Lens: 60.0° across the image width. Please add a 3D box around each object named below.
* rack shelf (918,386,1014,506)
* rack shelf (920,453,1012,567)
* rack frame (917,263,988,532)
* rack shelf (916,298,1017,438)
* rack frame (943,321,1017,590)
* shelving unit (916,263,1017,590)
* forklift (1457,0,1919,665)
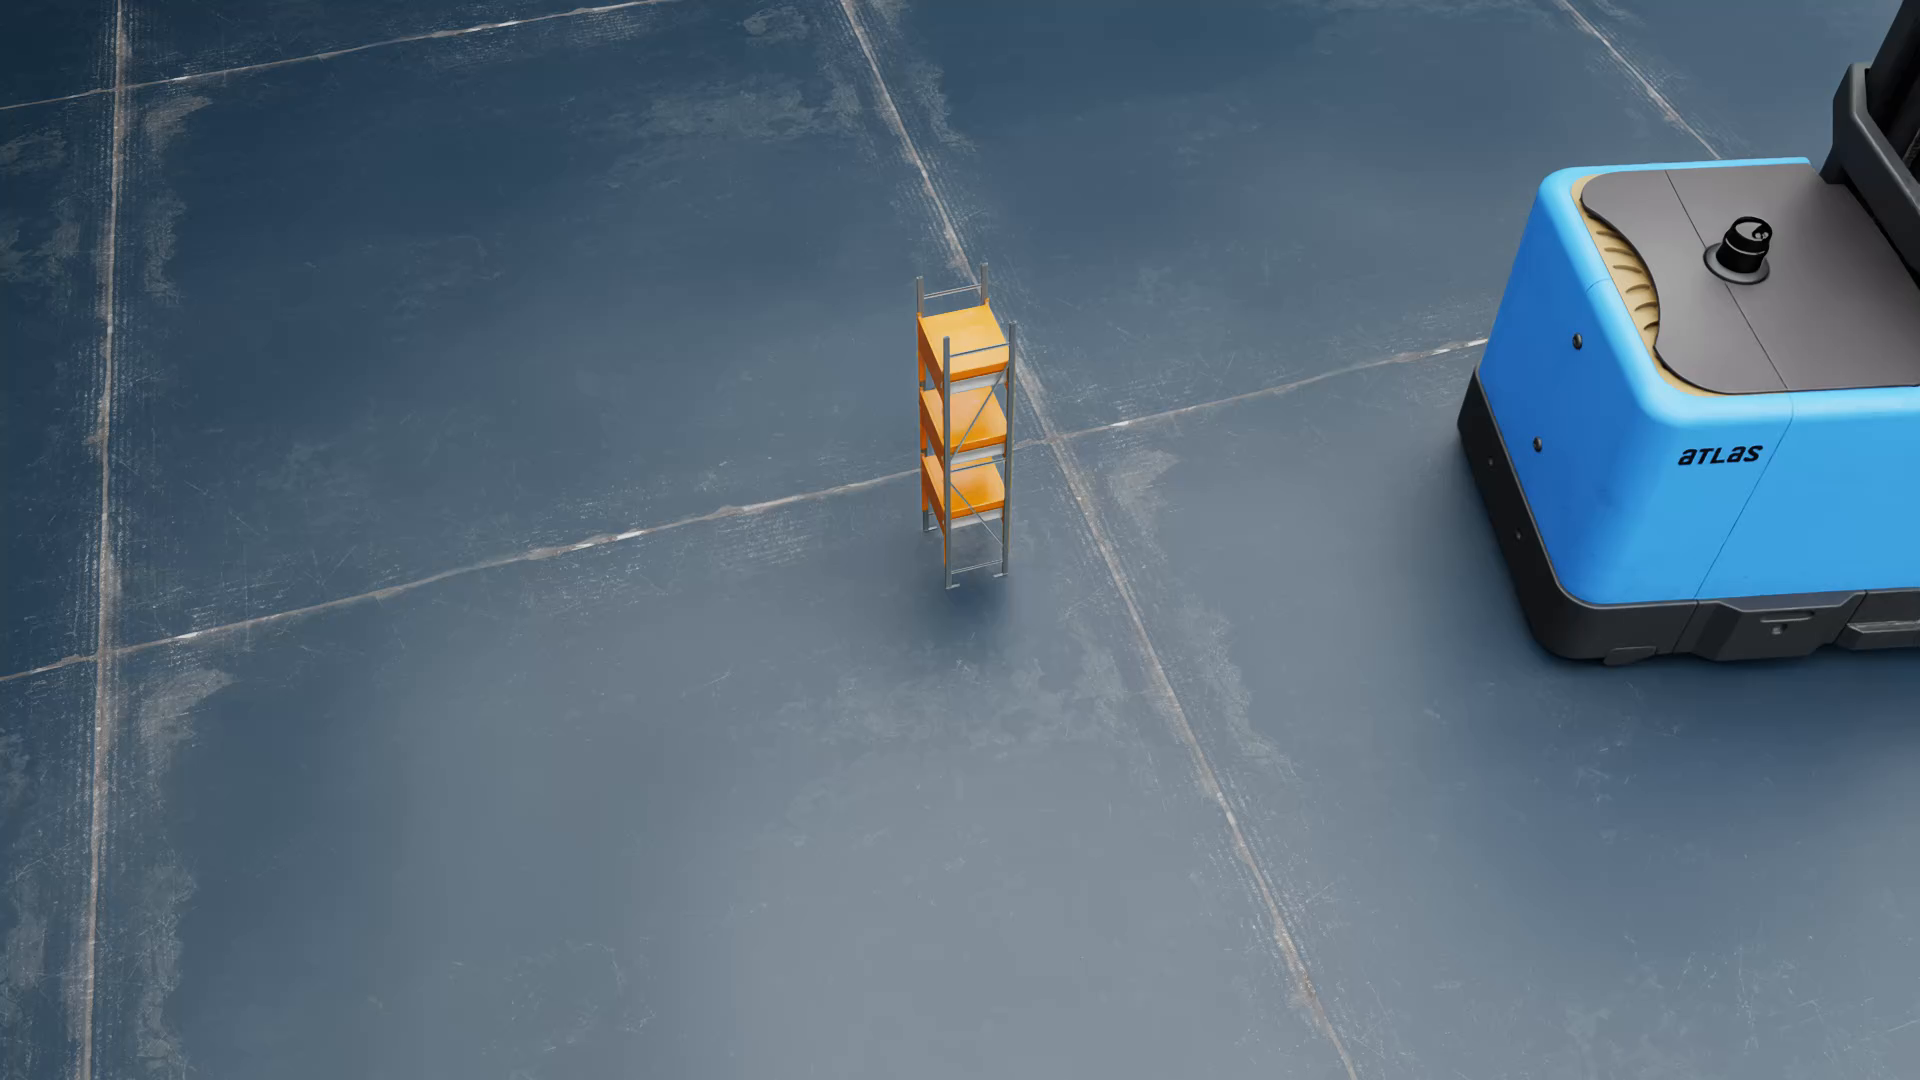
[{"bbox_3d":[0.016,-0.292,4.824,0.215,0.259,0.240,-13,51,-11],"label":"rack shelf"},{"bbox_3d":[0.016,-0.113,5.036,0.215,0.259,0.240,-13,51,-11],"label":"rack shelf"},{"bbox_3d":[-0.020,-0.388,4.891,0.200,1.050,0.008,-13,51,-11],"label":"rack frame"},{"bbox_3d":[0.016,-0.475,4.607,0.215,0.259,0.240,-13,51,-11],"label":"rack shelf"},{"bbox_3d":[0.052,-0.210,4.741,0.200,1.050,0.008,-13,51,-11],"label":"rack frame"},{"bbox_3d":[0.016,-0.299,4.816,0.215,1.050,0.252,-13,51,-11],"label":"shelving unit"},{"bbox_3d":[3.178,-1.029,4.200,3.031,2.935,1.130,-3,50,-3],"label":"forklift"}]
